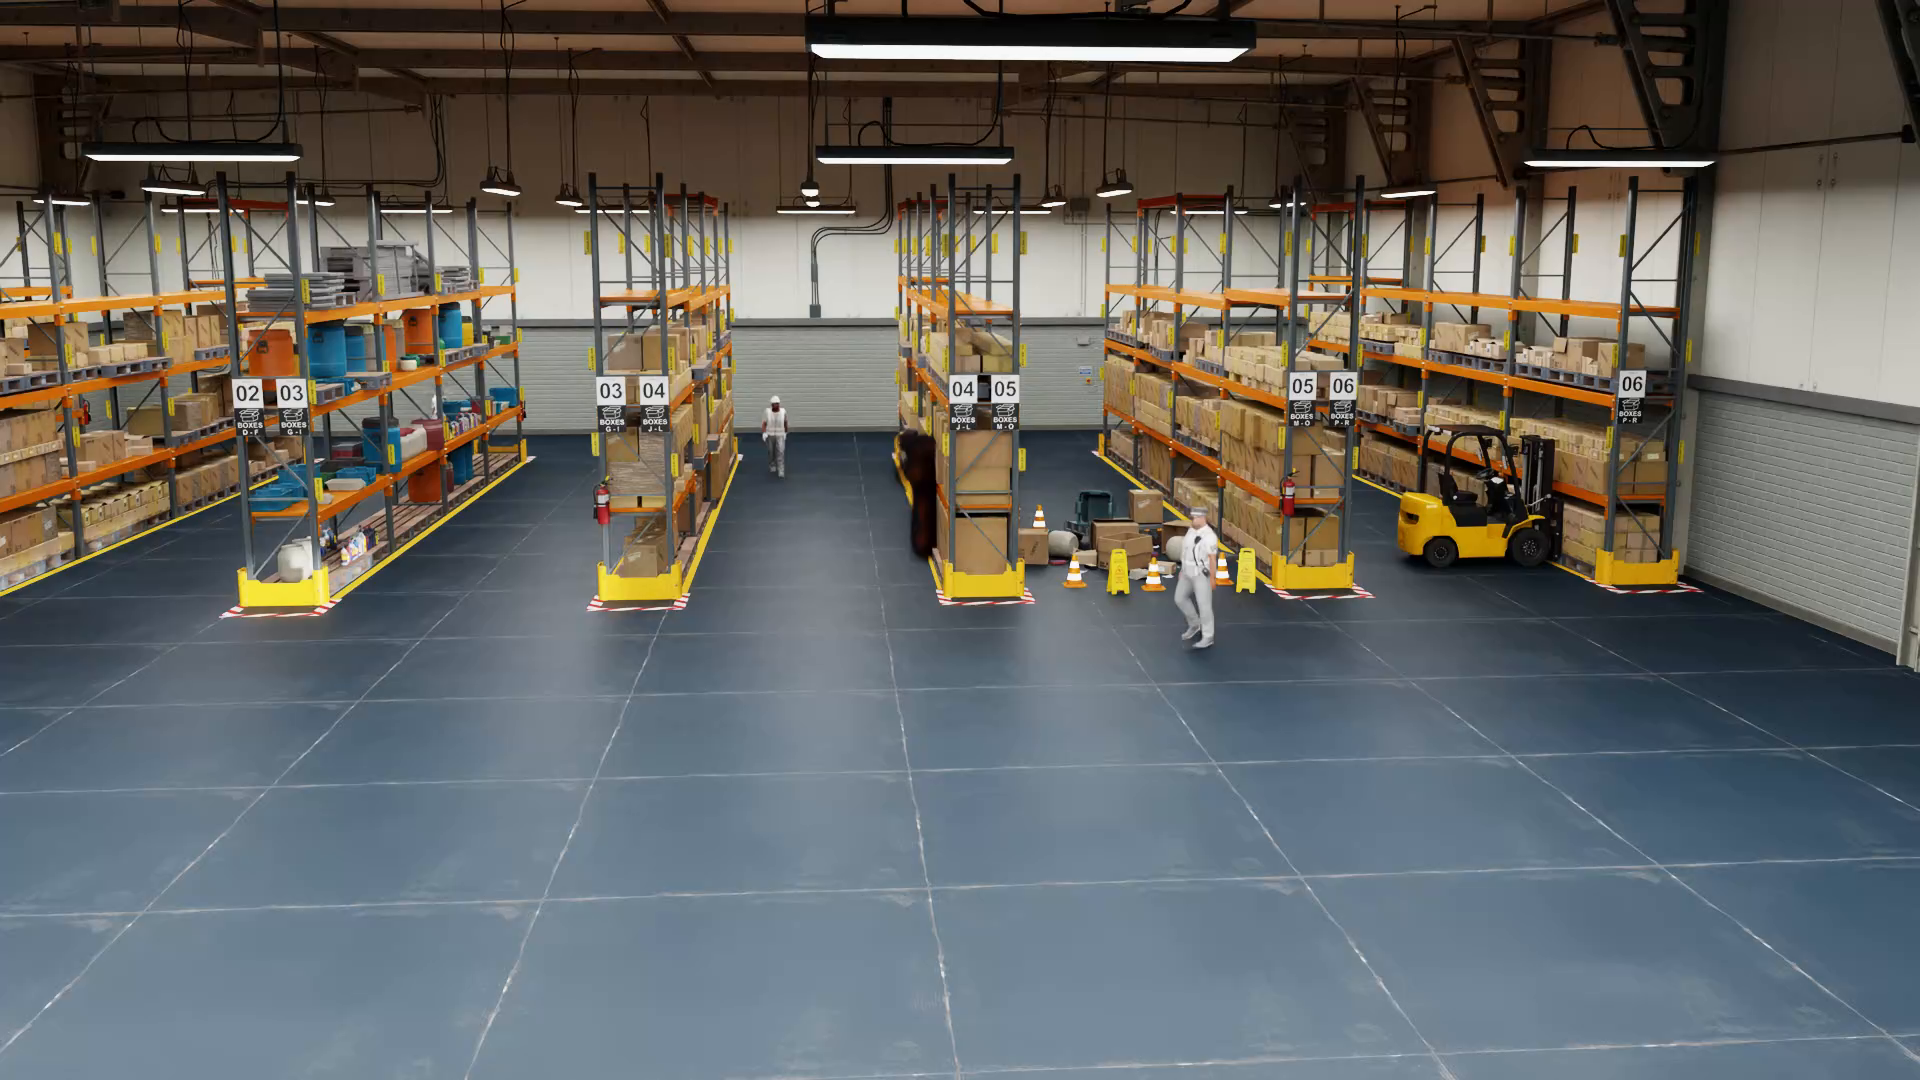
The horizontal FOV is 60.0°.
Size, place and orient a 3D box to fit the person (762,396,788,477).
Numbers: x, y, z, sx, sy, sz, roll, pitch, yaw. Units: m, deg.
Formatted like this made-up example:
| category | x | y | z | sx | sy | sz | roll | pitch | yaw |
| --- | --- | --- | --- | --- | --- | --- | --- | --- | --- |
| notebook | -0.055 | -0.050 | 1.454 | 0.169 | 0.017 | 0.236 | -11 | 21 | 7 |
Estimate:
| category | x | y | z | sx | sy | sz | roll | pitch | yaw |
| --- | --- | --- | --- | --- | --- | --- | --- | --- | --- |
| person | -4.068 | -2.298 | 36.607 | 0.564 | 1.739 | 0.972 | -1 | 10 | -7 |

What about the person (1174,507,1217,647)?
| category | x | y | z | sx | sy | sz | roll | pitch | yaw |
| --- | --- | --- | --- | --- | --- | --- | --- | --- | --- |
| person | 3.011 | 0.451 | 21.077 | 0.435 | 1.777 | 0.614 | -5 | 11 | -28 |

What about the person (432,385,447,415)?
| category | x | y | z | sx | sy | sz | roll | pitch | yaw |
| --- | --- | --- | --- | --- | --- | --- | --- | --- | --- |
| person | -12.849 | -3.006 | 40.990 | 0.869 | 1.628 | 0.560 | 3 | 10 | 17 |
